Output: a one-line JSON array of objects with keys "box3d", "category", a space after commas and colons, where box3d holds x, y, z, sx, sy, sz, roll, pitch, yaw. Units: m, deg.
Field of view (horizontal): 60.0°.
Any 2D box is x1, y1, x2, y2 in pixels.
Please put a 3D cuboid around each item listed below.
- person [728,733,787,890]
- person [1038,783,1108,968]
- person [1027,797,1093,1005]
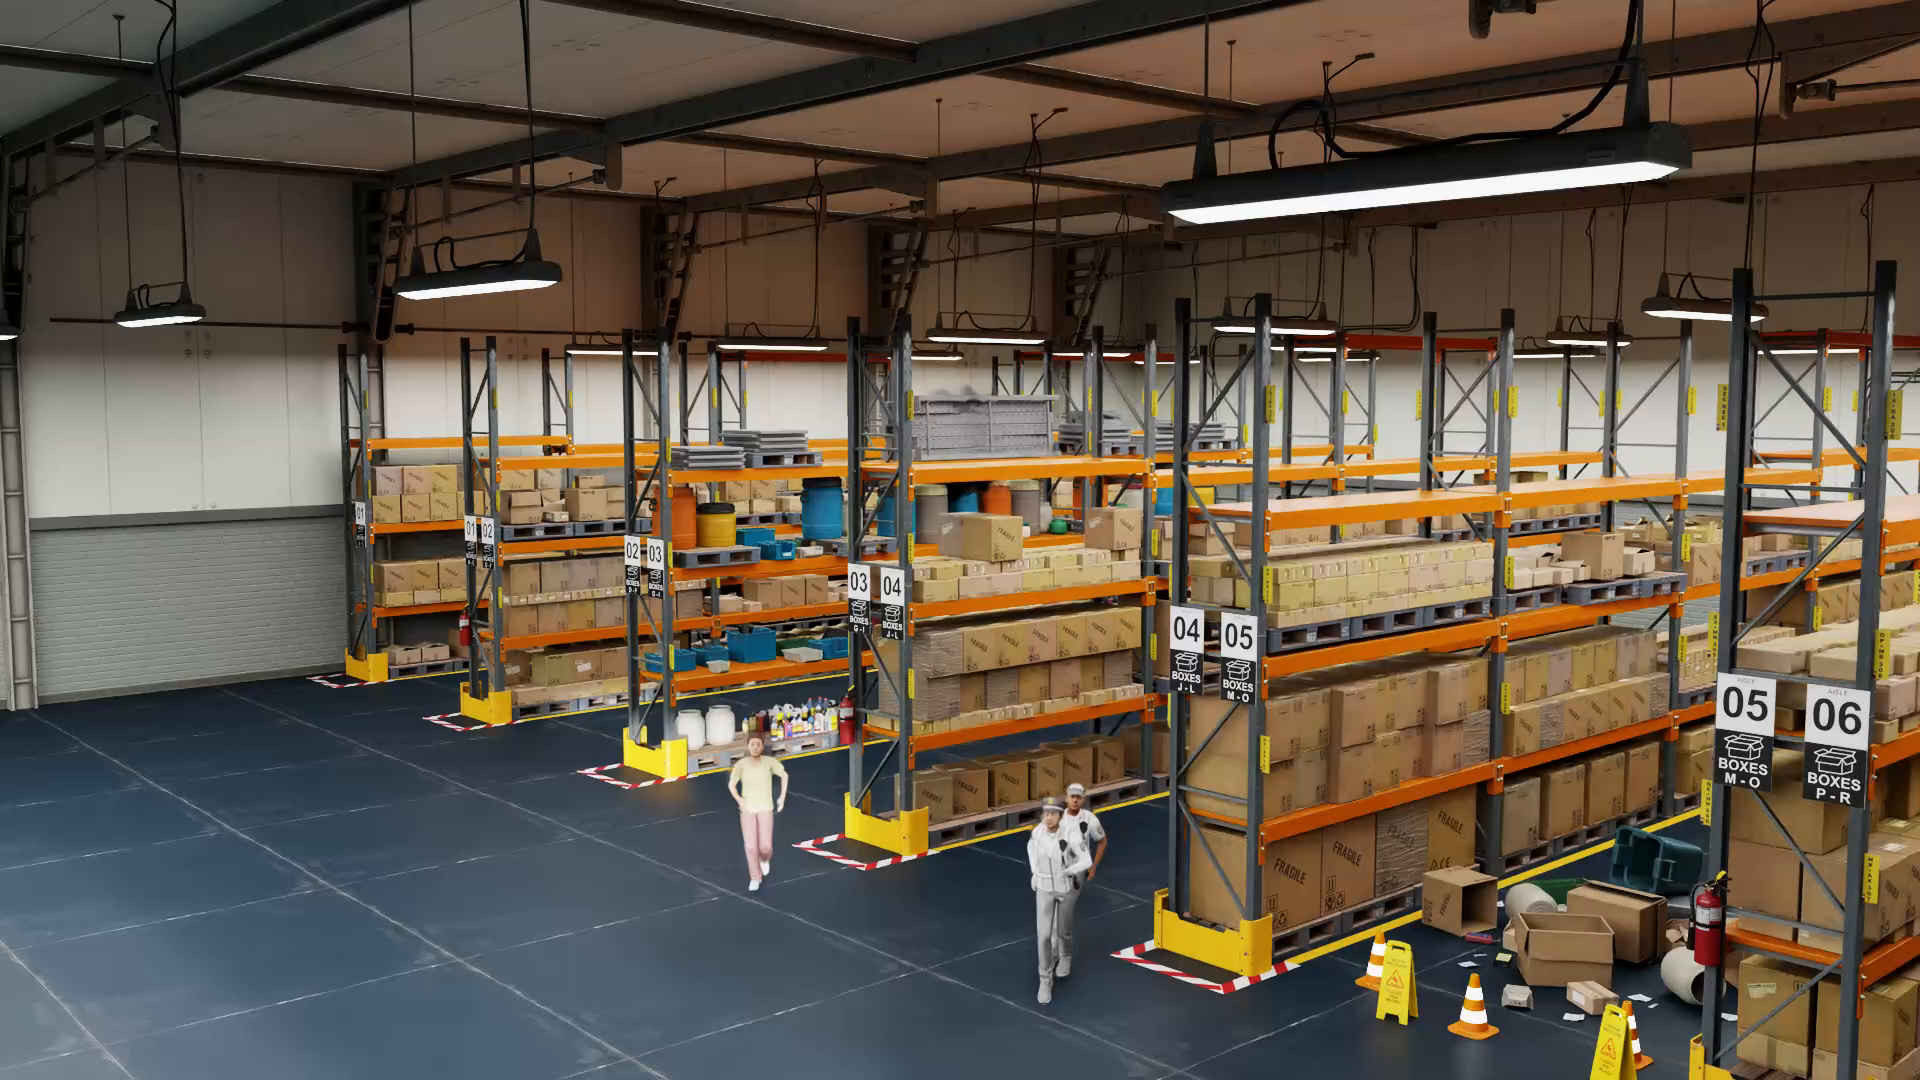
[{"box3d": [-2.100, 2.824, 17.307, 0.614, 1.607, 0.570, -1, 5, -6], "category": "person"}, {"box3d": [0.996, 3.013, 15.152, 0.669, 1.622, 0.766, 1, 5, 12], "category": "person"}, {"box3d": [0.843, 3.035, 14.325, 0.598, 1.733, 0.774, 1, 5, 14], "category": "person"}]
